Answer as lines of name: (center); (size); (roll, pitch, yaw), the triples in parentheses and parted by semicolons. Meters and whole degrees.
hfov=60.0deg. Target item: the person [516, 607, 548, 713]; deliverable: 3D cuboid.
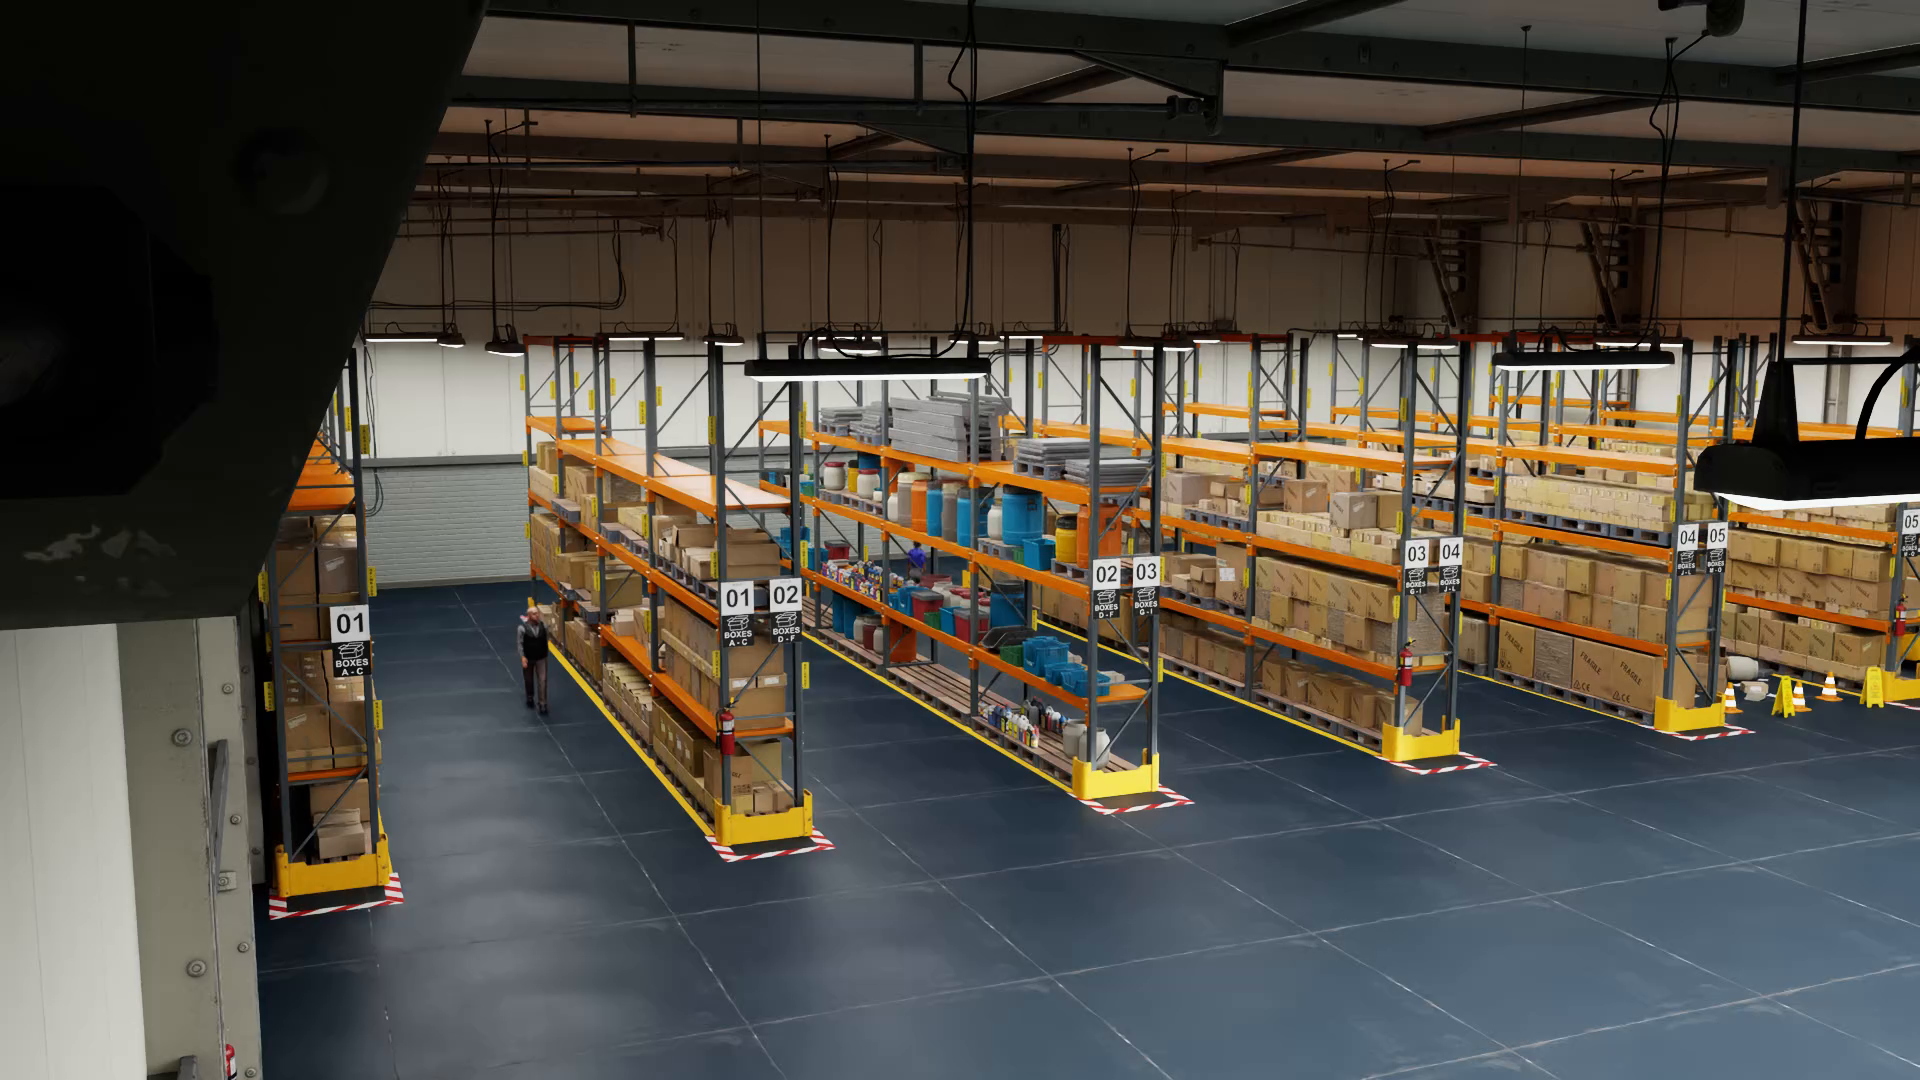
person: (-6.905, 1.915, 26.913); (0.529, 1.661, 1.069); (-3, 8, -19)

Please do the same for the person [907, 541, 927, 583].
person: (-0.916, 0.780, 35.630); (0.520, 1.657, 0.450); (4, 8, 26)

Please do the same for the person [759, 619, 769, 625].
person: (-3.688, 1.556, 29.511); (0.580, 1.725, 0.979); (-4, 8, -25)
